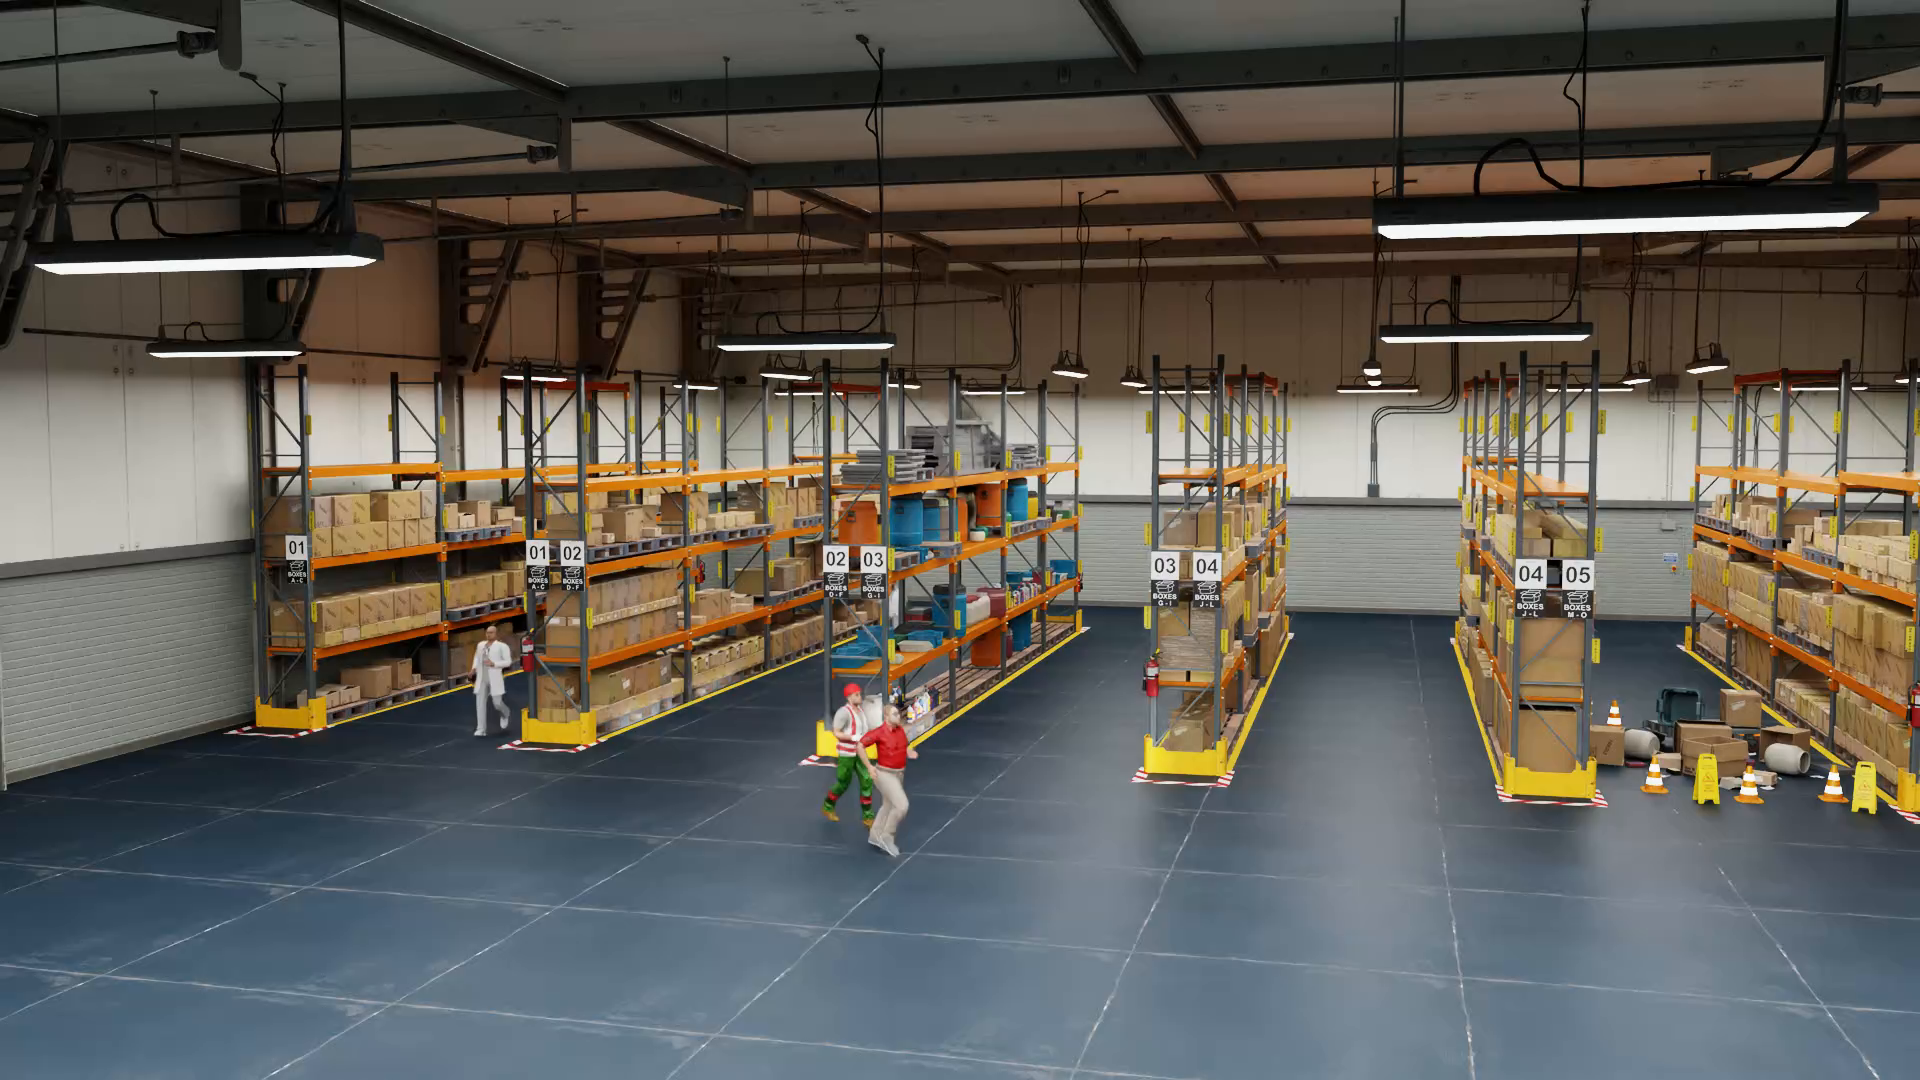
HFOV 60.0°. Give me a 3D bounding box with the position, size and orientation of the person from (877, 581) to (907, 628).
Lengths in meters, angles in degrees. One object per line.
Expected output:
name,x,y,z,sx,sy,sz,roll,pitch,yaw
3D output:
person,-1.479,1.617,35.814,0.637,1.743,0.741,0,4,6

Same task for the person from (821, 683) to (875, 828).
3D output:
person,-1.369,2.678,20.640,0.892,1.812,0.640,3,5,37

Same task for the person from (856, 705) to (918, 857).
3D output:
person,-0.795,2.809,19.464,0.694,1.757,0.646,2,4,28

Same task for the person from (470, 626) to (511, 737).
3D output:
person,-7.607,2.280,26.868,0.735,1.746,0.984,1,4,9
